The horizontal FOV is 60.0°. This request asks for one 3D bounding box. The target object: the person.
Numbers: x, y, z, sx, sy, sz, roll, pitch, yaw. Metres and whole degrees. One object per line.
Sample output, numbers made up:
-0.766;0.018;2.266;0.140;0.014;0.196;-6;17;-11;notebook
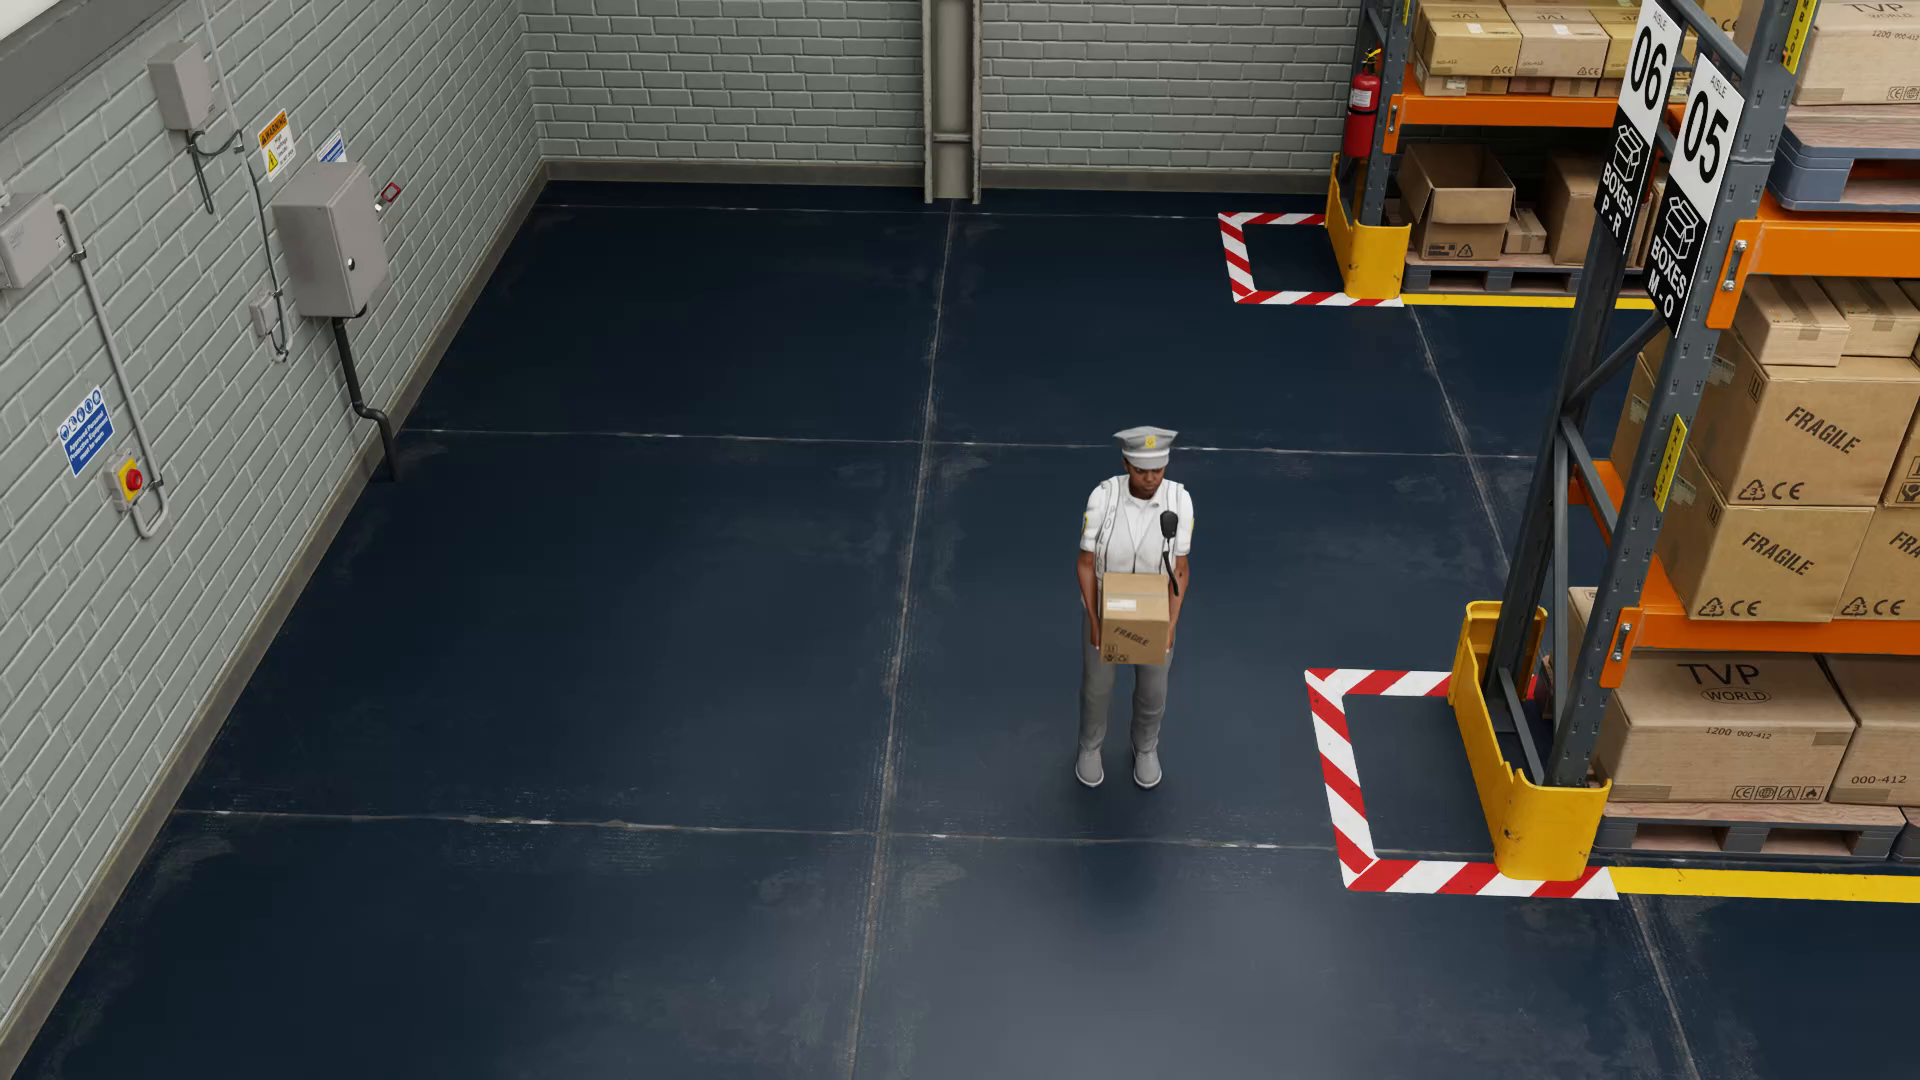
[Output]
0.681;0.319;6.654;0.451;1.687;0.535;2;36;3;person
